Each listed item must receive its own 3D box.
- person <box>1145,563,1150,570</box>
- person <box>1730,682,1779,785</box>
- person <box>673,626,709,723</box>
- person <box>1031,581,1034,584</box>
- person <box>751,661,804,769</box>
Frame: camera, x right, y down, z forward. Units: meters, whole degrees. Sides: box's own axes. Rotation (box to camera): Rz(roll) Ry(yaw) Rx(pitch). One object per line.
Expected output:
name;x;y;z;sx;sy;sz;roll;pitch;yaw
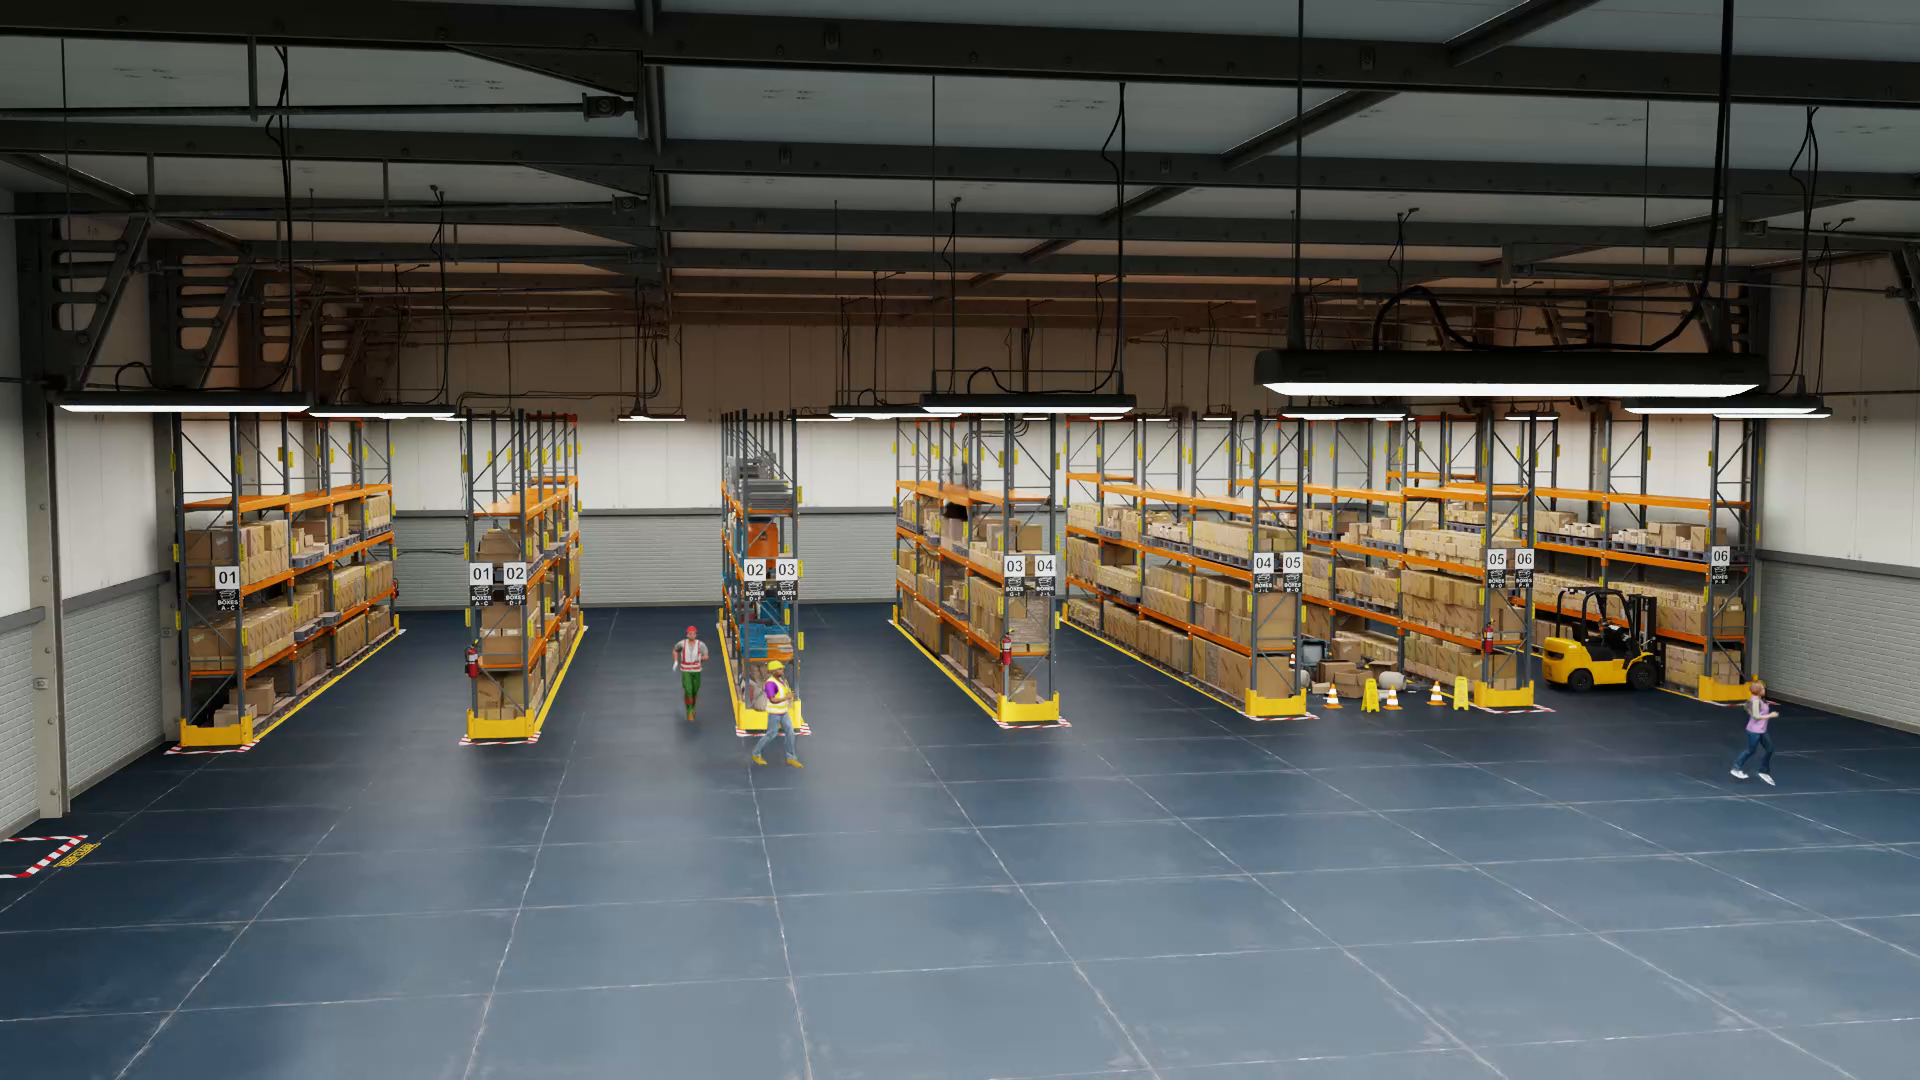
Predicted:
person;5.405;1.507;48.202;0.629;1.718;0.693;-2;4;-27
person;12.671;3.071;26.480;0.700;1.639;0.521;3;5;38
person;-5.202;2.579;32.189;0.643;1.844;0.876;-1;4;-19
person;1.903;1.633;47.871;0.546;1.542;0.555;0;4;6
person;-3.044;2.896;27.607;0.883;1.802;0.683;1;4;17
